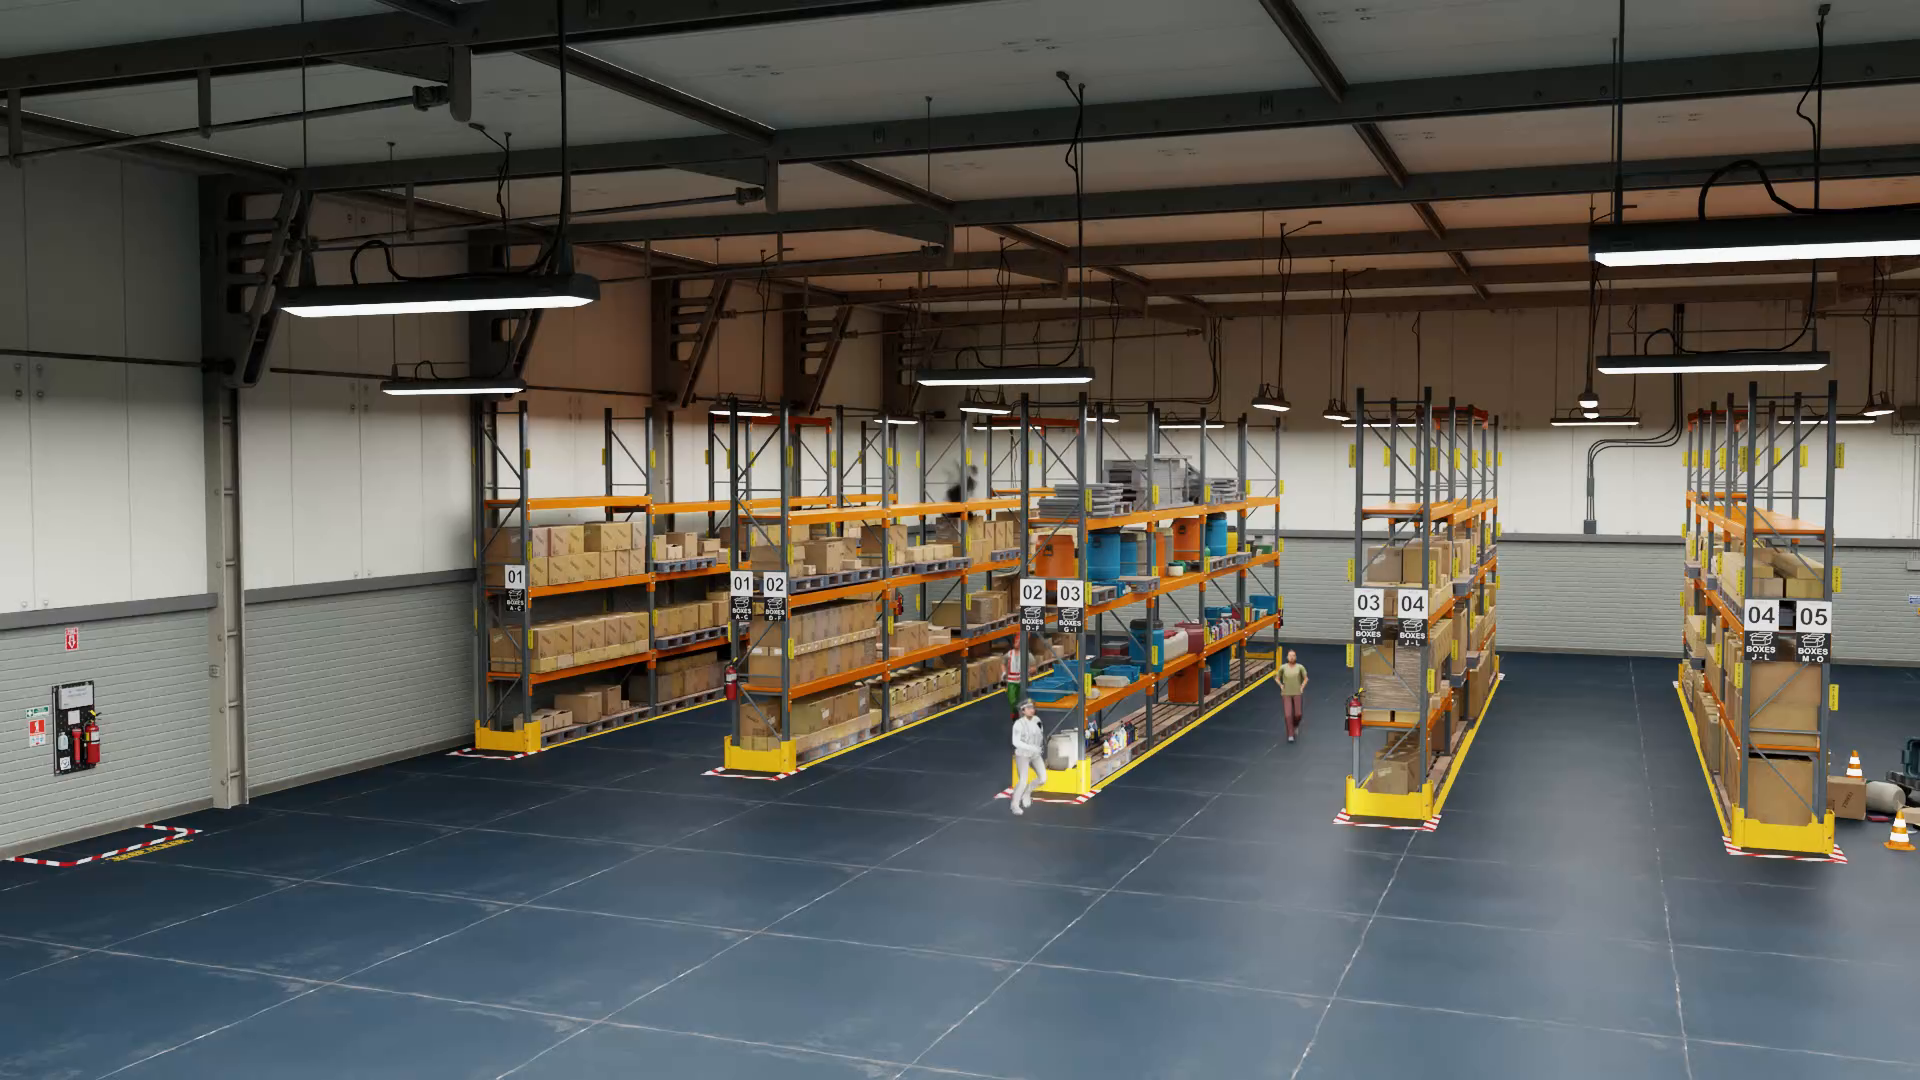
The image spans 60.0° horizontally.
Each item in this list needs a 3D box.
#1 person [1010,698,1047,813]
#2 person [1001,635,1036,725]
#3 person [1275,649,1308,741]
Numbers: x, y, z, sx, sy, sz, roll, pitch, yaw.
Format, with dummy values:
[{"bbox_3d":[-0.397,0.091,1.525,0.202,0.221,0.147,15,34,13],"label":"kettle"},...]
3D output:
[{"bbox_3d":[0.994,3.033,23.354,0.643,1.654,0.715,-2,3,-30],"label":"person"},{"bbox_3d":[1.063,2.617,30.479,0.663,1.746,0.780,0,3,9],"label":"person"},{"bbox_3d":[5.886,2.750,29.529,0.577,1.621,0.562,0,3,9],"label":"person"}]
